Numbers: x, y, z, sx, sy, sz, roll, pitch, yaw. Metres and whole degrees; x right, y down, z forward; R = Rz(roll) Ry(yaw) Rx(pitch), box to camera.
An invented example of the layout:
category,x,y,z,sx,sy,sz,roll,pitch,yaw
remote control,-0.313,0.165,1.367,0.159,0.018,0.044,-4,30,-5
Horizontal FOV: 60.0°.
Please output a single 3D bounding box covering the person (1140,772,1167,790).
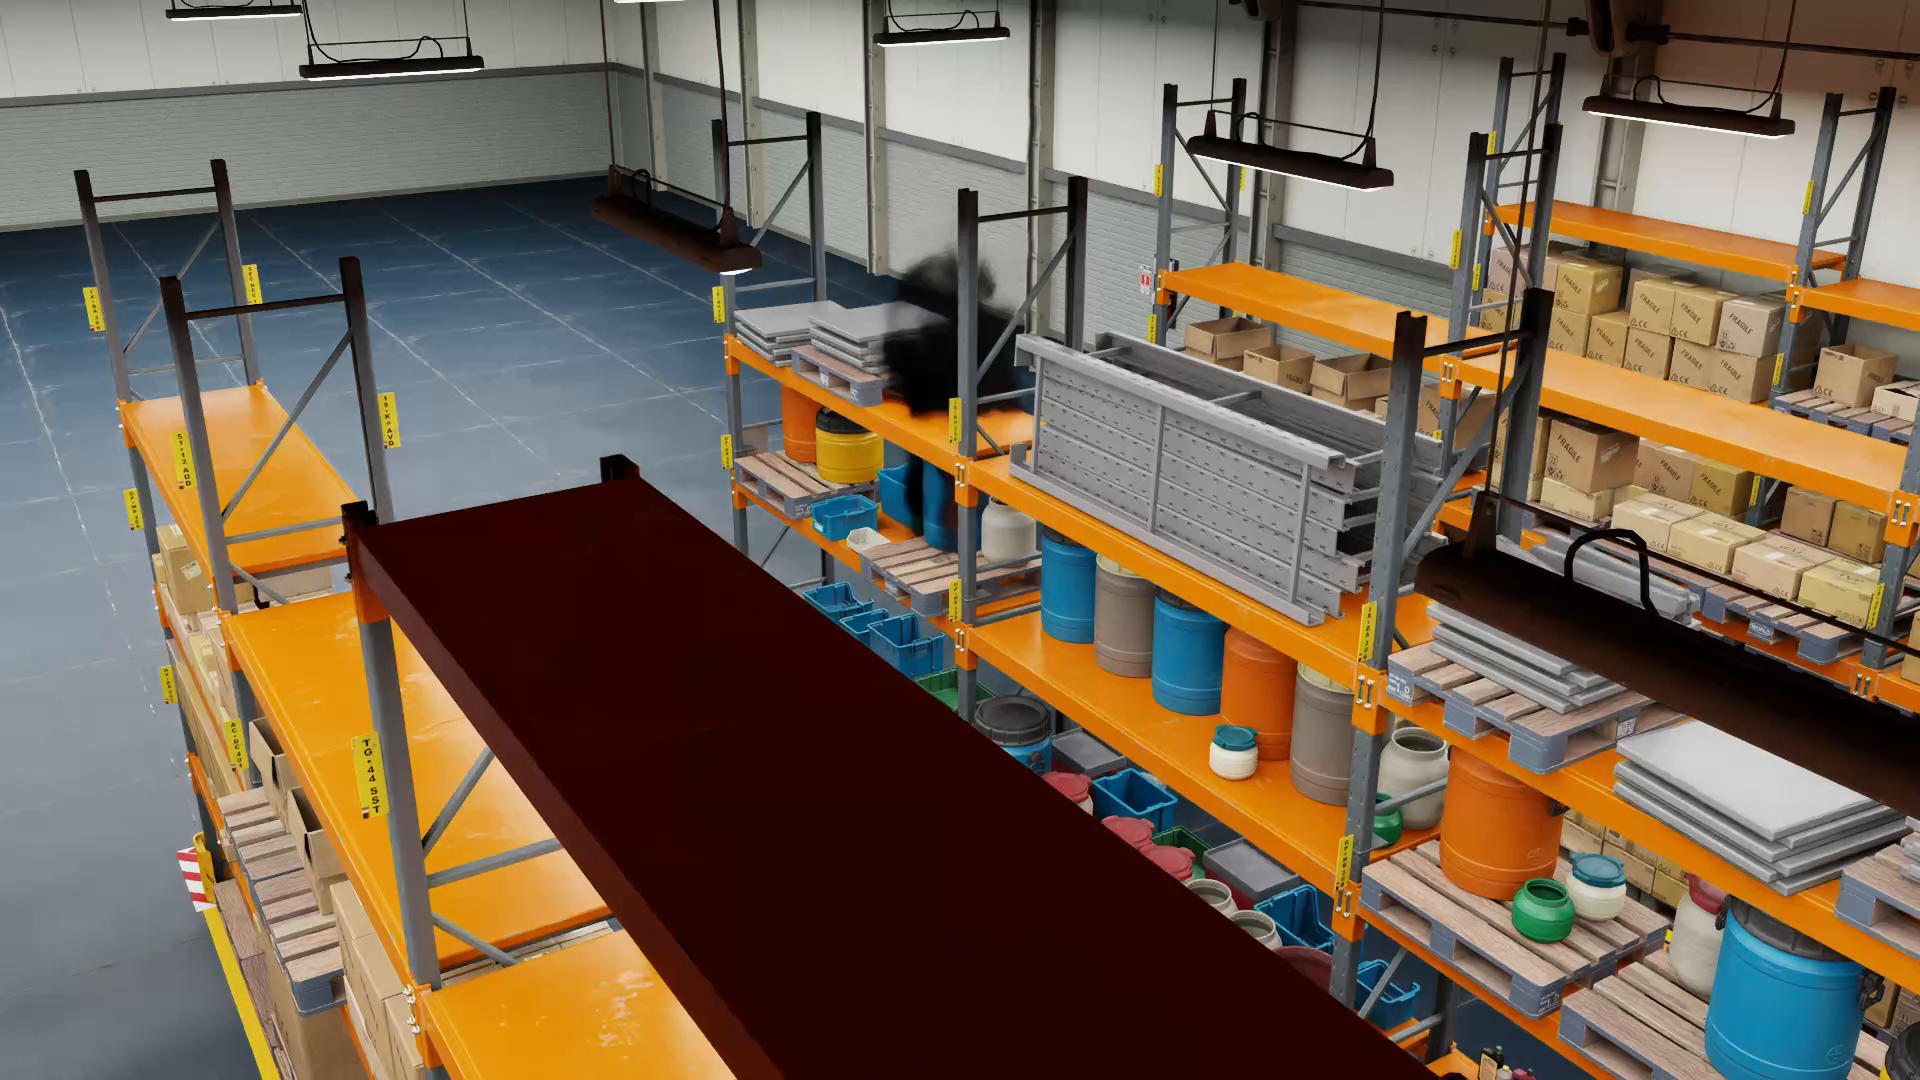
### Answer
category,x,y,z,sx,sy,sz,roll,pitch,yaw
person,1.777,1.420,14.766,0.513,1.737,0.698,19,29,40
